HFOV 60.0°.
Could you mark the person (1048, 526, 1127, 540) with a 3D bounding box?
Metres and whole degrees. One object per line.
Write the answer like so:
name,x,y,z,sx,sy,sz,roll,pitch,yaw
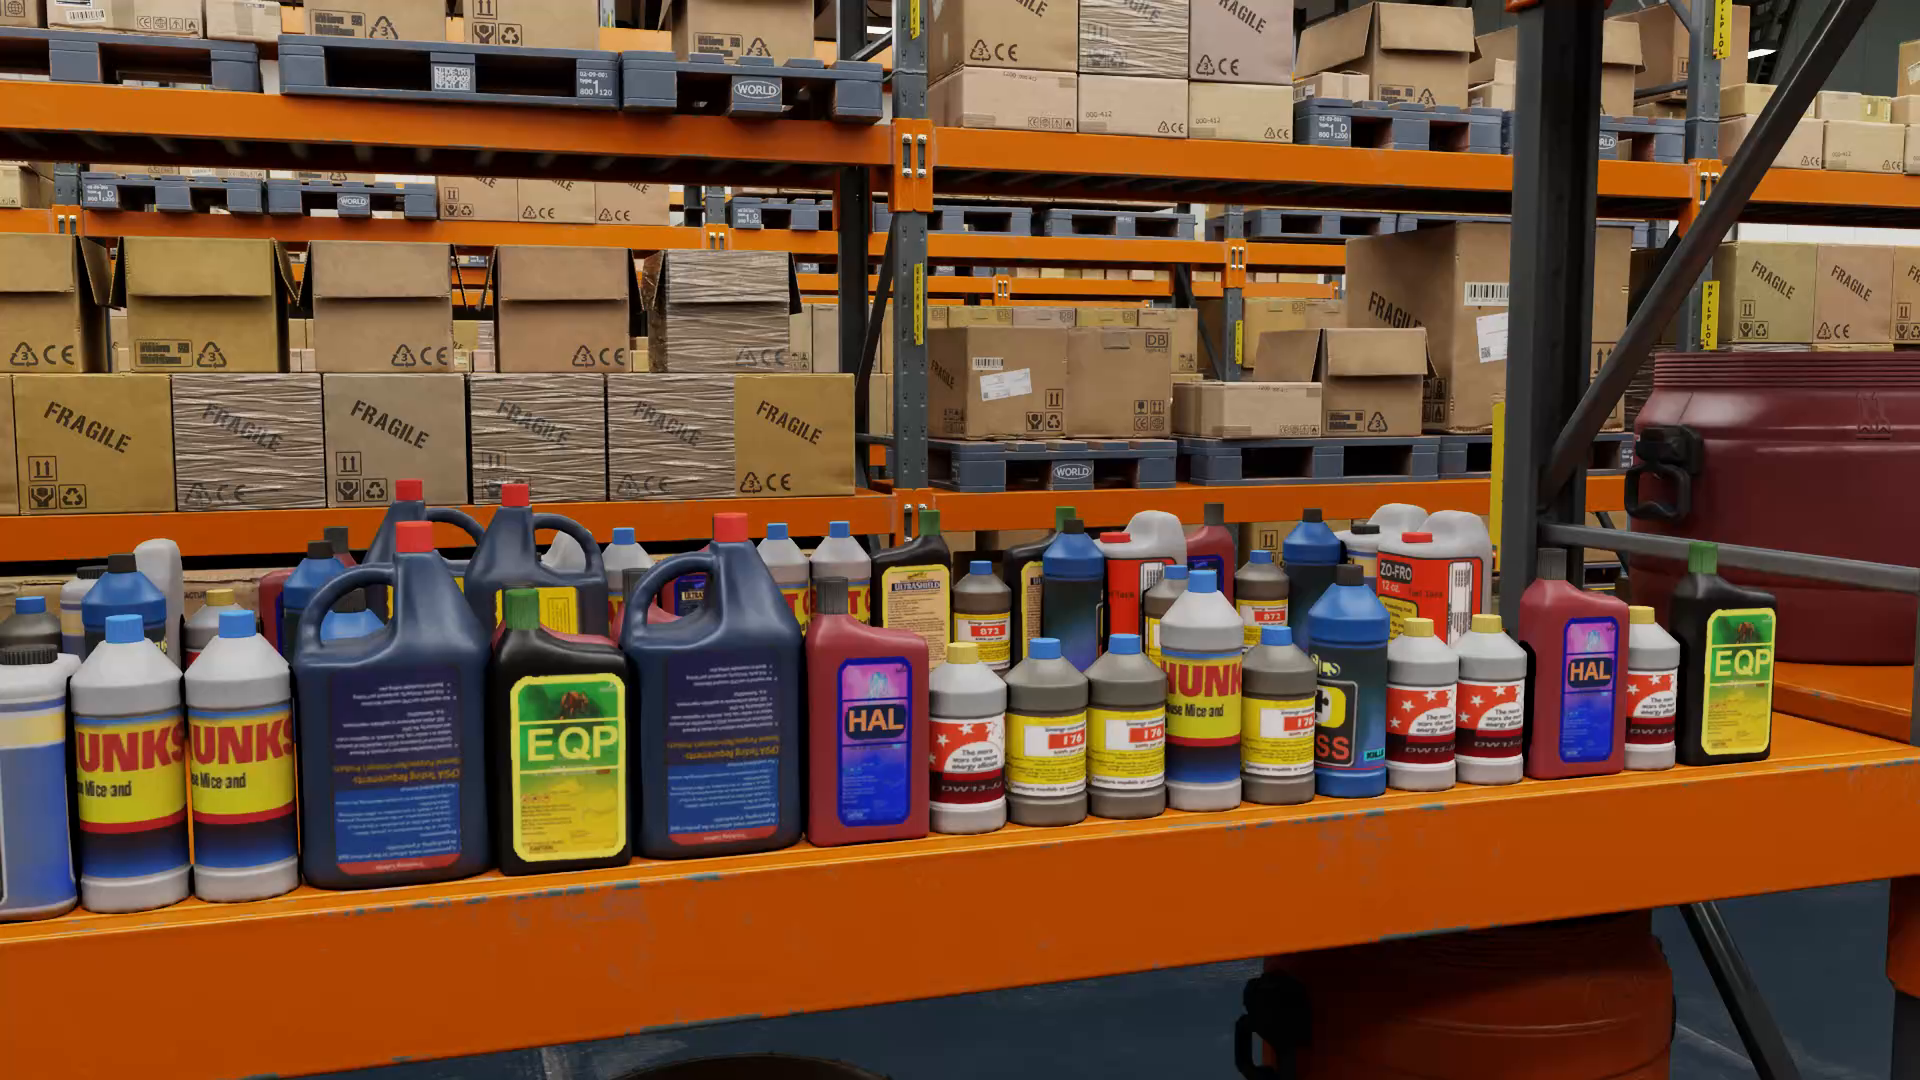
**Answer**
person,0.775,-0.021,9.675,0.552,1.718,0.502,-2,6,-19
